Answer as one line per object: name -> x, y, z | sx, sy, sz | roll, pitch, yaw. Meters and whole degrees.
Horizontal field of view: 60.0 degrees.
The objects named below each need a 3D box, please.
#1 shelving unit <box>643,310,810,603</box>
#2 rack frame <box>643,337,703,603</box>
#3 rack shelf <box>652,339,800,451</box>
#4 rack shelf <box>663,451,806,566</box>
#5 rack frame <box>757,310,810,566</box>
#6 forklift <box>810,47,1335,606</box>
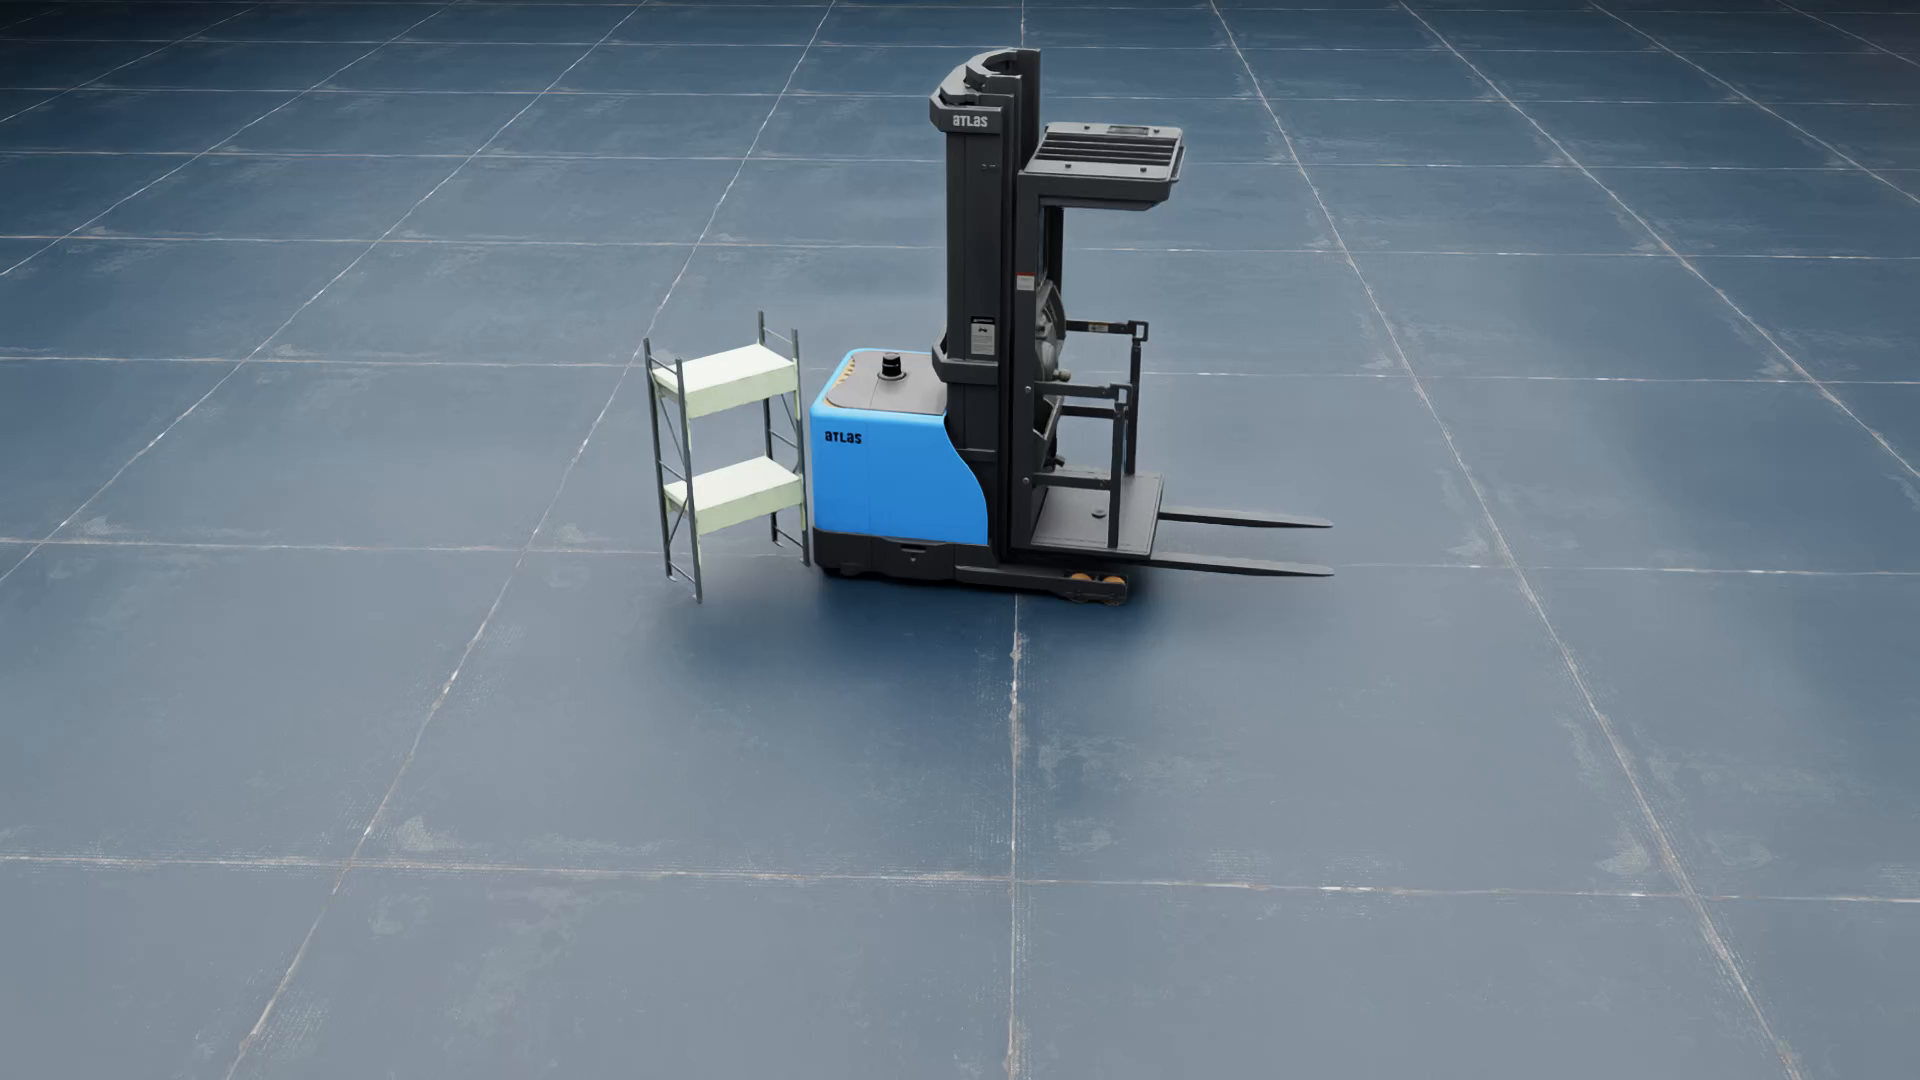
shelving unit -> -1.325, -0.482, 9.581 | 0.755, 1.500, 0.431 | -20, 33, -32
rack frame -> -1.617, -0.379, 9.385 | 0.023, 1.500, 0.400 | -20, 33, -32
rack shelf -> -1.327, -0.828, 9.400 | 0.720, 0.370, 0.431 | -20, 33, -32
rack shelf -> -1.324, -0.194, 9.733 | 0.720, 0.370, 0.431 | -20, 33, -32
rack frame -> -1.034, -0.586, 9.777 | 0.023, 1.500, 0.400 | -20, 33, -32
forklift -> 0.698, -1.187, 9.384 | 3.031, 2.935, 1.130 | 5, 28, 9
